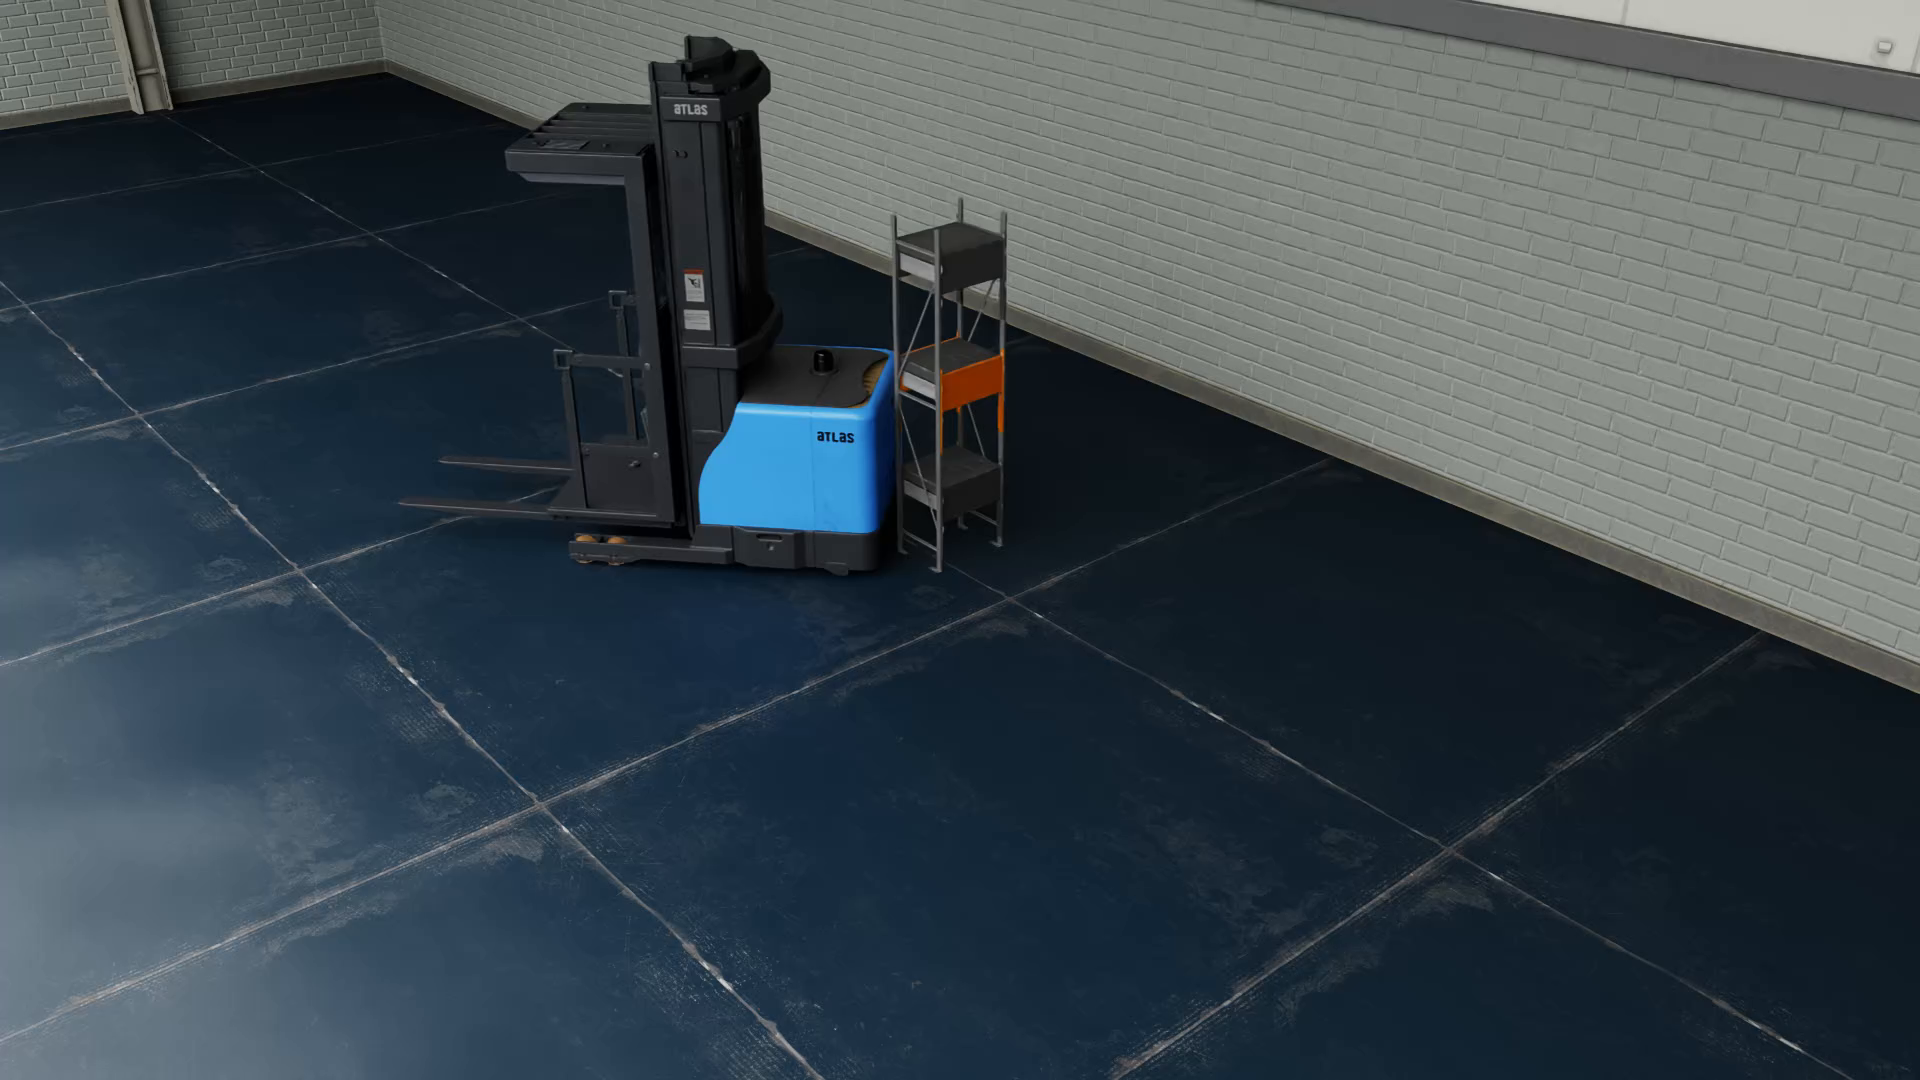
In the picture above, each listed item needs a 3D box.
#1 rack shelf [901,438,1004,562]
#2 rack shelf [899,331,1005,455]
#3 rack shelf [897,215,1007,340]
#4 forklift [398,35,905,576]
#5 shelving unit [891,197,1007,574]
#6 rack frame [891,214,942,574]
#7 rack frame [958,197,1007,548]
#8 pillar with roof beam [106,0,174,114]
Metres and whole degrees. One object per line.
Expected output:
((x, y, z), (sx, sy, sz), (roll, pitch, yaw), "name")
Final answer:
((-0.060, -0.244, 9.994), (0.480, 0.518, 0.431), (-23, 35, -36), "rack shelf")
((-0.060, -0.862, 9.664), (0.480, 0.518, 0.431), (-23, 35, -36), "rack shelf")
((-0.060, -1.479, 9.334), (0.480, 0.518, 0.431), (-23, 35, -36), "rack shelf")
((-1.905, -1.382, 9.726), (3.031, 2.935, 1.130), (4, 28, 7), "forklift")
((-0.060, -0.874, 9.657), (0.503, 2.100, 0.431), (-23, 35, -36), "shelving unit")
((-0.243, -0.798, 9.515), (0.015, 2.100, 0.400), (-23, 35, -36), "rack frame")
((0.124, -0.950, 9.800), (0.015, 2.100, 0.400), (-23, 35, -36), "rack frame")
((-6.863, -7.578, 14.882), (0.400, 9.000, 9.100), (-22, 35, -35), "pillar with roof beam")
